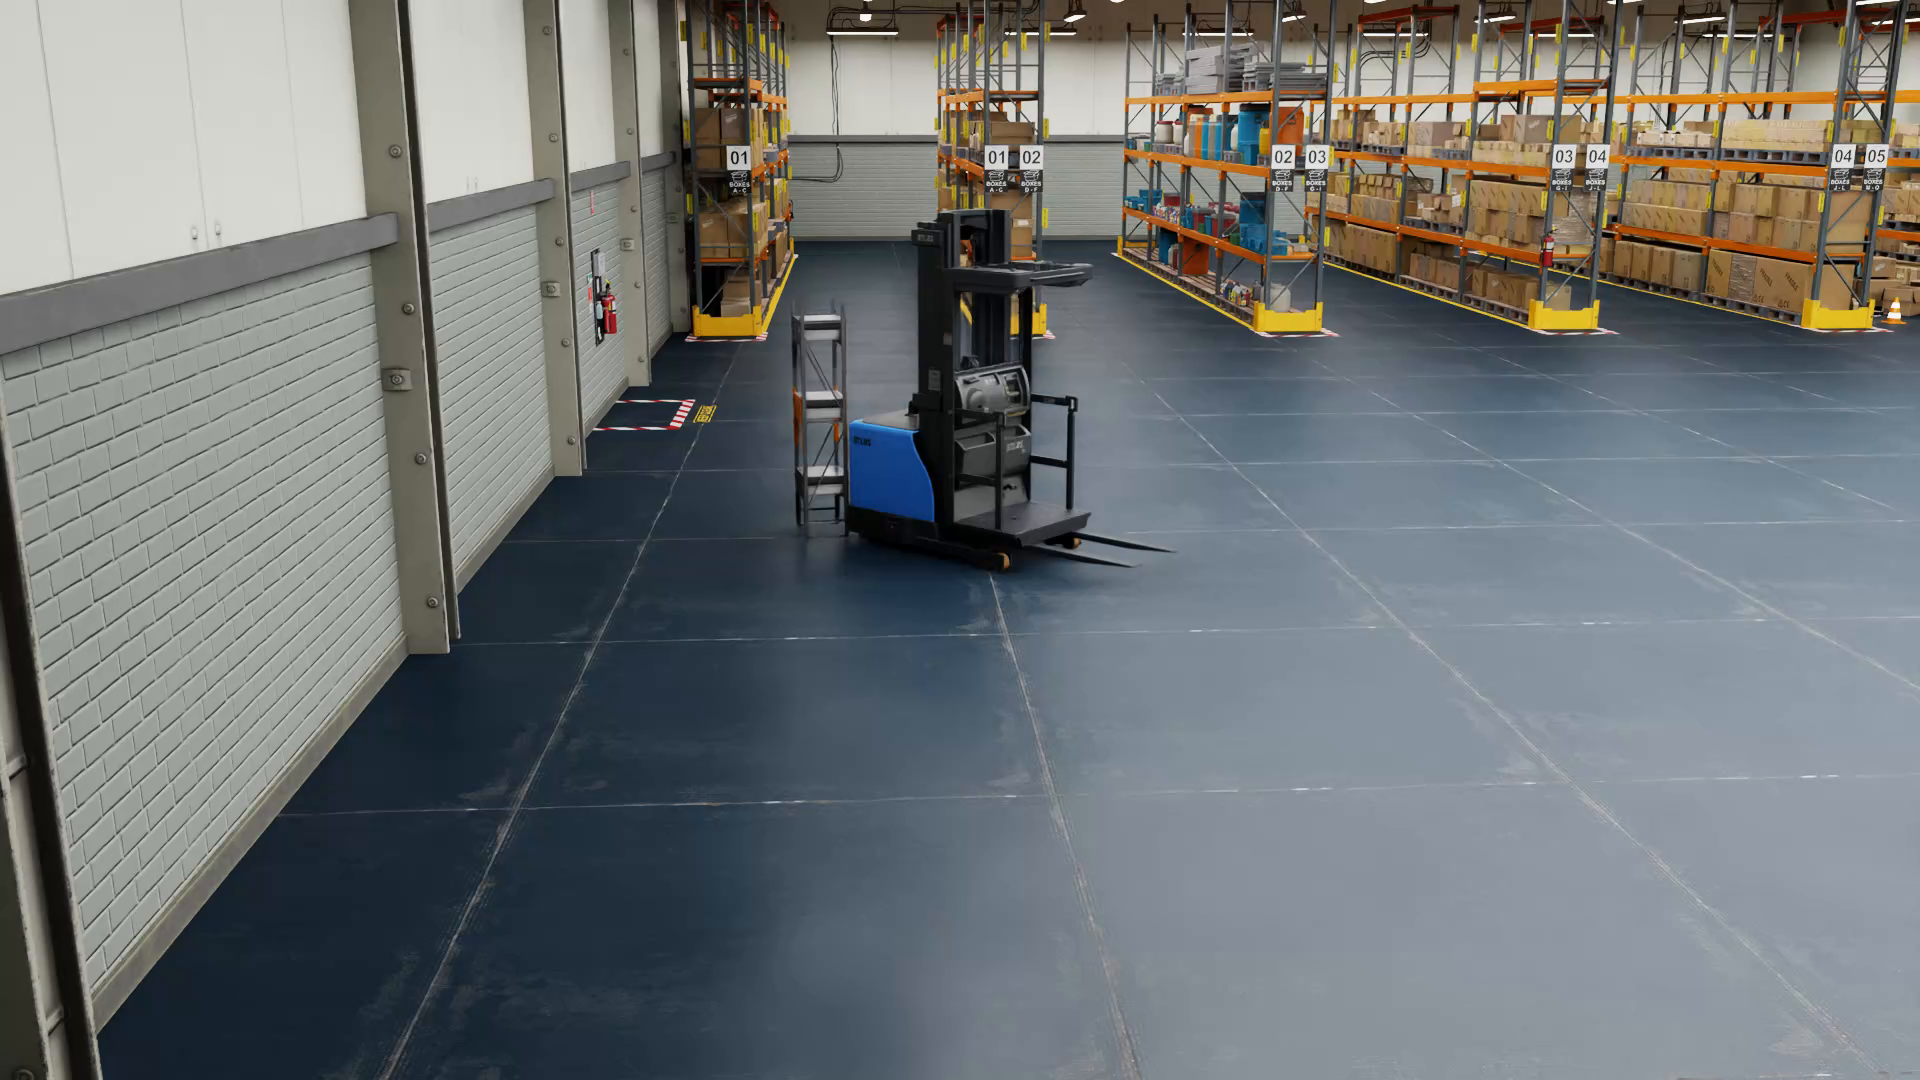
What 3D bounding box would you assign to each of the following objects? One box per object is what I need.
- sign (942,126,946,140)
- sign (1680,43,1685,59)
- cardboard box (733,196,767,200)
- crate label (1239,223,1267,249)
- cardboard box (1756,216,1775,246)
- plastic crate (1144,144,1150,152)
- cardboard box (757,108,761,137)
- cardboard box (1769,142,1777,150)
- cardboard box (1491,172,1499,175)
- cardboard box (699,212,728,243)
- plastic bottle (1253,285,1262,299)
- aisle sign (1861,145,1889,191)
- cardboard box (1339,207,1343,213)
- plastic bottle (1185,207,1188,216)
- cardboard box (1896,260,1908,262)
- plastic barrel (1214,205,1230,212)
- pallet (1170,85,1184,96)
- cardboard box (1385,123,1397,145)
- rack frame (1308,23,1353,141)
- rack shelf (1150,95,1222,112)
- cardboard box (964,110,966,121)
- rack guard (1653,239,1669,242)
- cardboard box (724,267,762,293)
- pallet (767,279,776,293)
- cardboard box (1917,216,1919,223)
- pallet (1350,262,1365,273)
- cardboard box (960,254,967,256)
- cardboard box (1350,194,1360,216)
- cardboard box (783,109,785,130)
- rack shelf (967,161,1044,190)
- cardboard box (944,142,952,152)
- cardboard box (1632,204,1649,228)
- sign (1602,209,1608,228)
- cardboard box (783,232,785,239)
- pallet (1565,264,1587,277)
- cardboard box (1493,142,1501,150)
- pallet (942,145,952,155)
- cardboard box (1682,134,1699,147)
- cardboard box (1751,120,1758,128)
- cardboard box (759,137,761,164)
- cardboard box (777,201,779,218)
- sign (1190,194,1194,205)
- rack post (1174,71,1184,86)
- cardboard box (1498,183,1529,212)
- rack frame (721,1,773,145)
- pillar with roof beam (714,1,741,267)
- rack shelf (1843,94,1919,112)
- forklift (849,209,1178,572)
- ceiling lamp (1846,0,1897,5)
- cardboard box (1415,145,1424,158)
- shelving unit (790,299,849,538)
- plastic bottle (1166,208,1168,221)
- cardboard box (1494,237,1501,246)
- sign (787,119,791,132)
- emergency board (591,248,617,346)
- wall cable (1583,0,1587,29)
[{"bbox_3d":[-0.374,-9.760,39.884,0.100,0.325,0.005,-1,14,-3],"label":"sign"},{"bbox_3d":[15.813,-10.720,36.440,0.100,0.325,0.005,-1,14,-3],"label":"sign"},{"bbox_3d":[-4.428,-7.002,35.135,0.700,0.500,0.500,-2,15,-9],"label":"cardboard box"},{"bbox_3d":[5.471,-5.629,30.815,0.502,0.435,0.616,-1,14,-3],"label":"crate label"},{"bbox_3d":[15.647,-5.860,31.480,0.875,0.550,0.500,-1,14,-3],"label":"cardboard box"},{"bbox_3d":[4.783,-9.594,40.700,0.450,0.188,0.662,-1,14,-3],"label":"plastic crate"},{"bbox_3d":[-3.892,-7.609,30.314,0.500,0.500,0.500,-1,14,-5],"label":"cardboard box"},{"bbox_3d":[15.302,-7.326,30.922,0.380,0.149,0.250,-1,14,-3],"label":"cardboard box"},{"bbox_3d":[14.526,-9.827,44.395,0.500,0.500,0.500,-1,14,-4],"label":"cardboard box"},{"bbox_3d":[-4.275,-5.420,28.828,0.500,0.500,0.500,-1,14,-4],"label":"cardboard box"},{"bbox_3d":[5.800,-4.836,32.384,0.152,0.276,0.135,-1,14,-3],"label":"plastic bottle"},{"bbox_3d":[16.058,-6.533,29.179,0.394,0.787,0.004,-1,14,-3],"label":"aisle sign"},{"bbox_3d":[9.692,-8.233,41.509,0.380,0.149,0.250,-1,14,-2],"label":"cardboard box"},{"bbox_3d":[5.389,-7.765,39.444,0.097,0.271,0.097,0,14,0],"label":"plastic bottle"},{"bbox_3d":[20.272,-5.984,36.697,0.950,0.372,0.625,-1,14,-5],"label":"cardboard box"},{"bbox_3d":[5.636,-6.950,35.794,0.421,0.512,0.421,0,14,0],"label":"plastic barrel"},{"bbox_3d":[5.345,-9.948,36.814,1.213,0.211,1.003,-1,14,-3],"label":"pallet"},{"bbox_3d":[10.051,-9.293,38.062,0.500,0.500,0.500,0,14,0],"label":"cardboard box"},{"bbox_3d":[9.807,-12.120,44.072,1.000,3.000,0.127,-1,14,-3],"label":"rack frame"},{"bbox_3d":[5.235,-10.009,38.114,1.077,0.370,4.000,-1,14,-3],"label":"rack shelf"},{"bbox_3d":[0.362,-9.294,36.900,0.500,0.500,0.500,-1,14,-3],"label":"cardboard box"},{"bbox_3d":[19.696,-8.163,45.749,1.175,0.500,0.348,-1,14,-3],"label":"rack guard"},{"bbox_3d":[-4.344,-5.186,33.296,0.700,0.500,0.500,0,14,-2],"label":"cardboard box"},{"bbox_3d":[-4.482,-5.451,35.787,1.003,0.211,1.213,-1,14,-3],"label":"pallet"},{"bbox_3d":[20.135,-6.654,34.531,0.380,0.149,0.250,-1,14,-5],"label":"cardboard box"},{"bbox_3d":[10.178,-6.678,40.559,1.003,0.211,1.213,-1,14,-3],"label":"pallet"},{"bbox_3d":[0.154,-6.081,36.192,0.500,0.311,0.500,0,14,-2],"label":"cardboard box"},{"bbox_3d":[9.833,-8.150,40.481,0.500,0.500,0.500,-1,14,-3],"label":"cardboard box"},{"bbox_3d":[-4.615,-10.417,41.228,0.500,0.500,0.500,-1,14,-3],"label":"cardboard box"},{"bbox_3d":[0.787,-6.685,30.412,1.077,0.370,4.000,-1,14,-3],"label":"rack shelf"},{"bbox_3d":[-0.129,-9.564,40.461,0.500,0.250,0.500,-1,14,-3],"label":"cardboard box"},{"bbox_3d":[15.052,-7.082,36.333,0.500,0.500,0.500,-1,14,-4],"label":"cardboard box"},{"bbox_3d":[11.339,-5.663,29.279,0.100,0.325,0.005,-1,14,-3],"label":"sign"},{"bbox_3d":[-4.560,-7.573,41.311,0.380,0.149,0.250,0,14,-2],"label":"cardboard box"},{"bbox_3d":[15.140,-6.423,39.566,1.003,0.211,1.213,-1,14,-3],"label":"pallet"},{"bbox_3d":[10.330,-7.457,31.469,0.380,0.149,0.250,-1,14,-4],"label":"cardboard box"},{"bbox_3d":[0.205,-9.008,38.375,1.213,0.211,1.003,-1,14,-3],"label":"pallet"},{"bbox_3d":[15.211,-8.217,34.181,0.500,0.250,0.500,-1,14,-4],"label":"cardboard box"},{"bbox_3d":[15.255,-7.901,31.556,0.380,0.149,0.250,-1,14,-3],"label":"cardboard box"},{"bbox_3d":[-3.913,-7.126,30.444,0.500,0.500,0.500,-1,15,-6],"label":"cardboard box"},{"bbox_3d":[-4.327,-7.453,37.135,0.500,0.500,0.500,0,14,-2],"label":"cardboard box"},{"bbox_3d":[5.660,-8.285,40.652,0.100,0.325,0.005,-1,14,-3],"label":"sign"},{"bbox_3d":[5.273,-10.197,36.749,0.954,0.300,0.937,-1,14,-3],"label":"rack post"},{"bbox_3d":[10.429,-6.418,31.147,0.500,0.500,0.500,-1,14,-3],"label":"cardboard box"},{"bbox_3d":[-4.529,-9.901,35.447,1.000,3.000,0.127,-1,14,-3],"label":"rack frame"},{"bbox_3d":[-1.387,-11.123,40.197,9.100,9.000,0.548,-1,14,-3],"label":"pillar with roof beam"},{"bbox_3d":[20.317,-9.244,35.140,1.077,0.370,4.000,-1,14,-3],"label":"rack shelf"},{"bbox_3d":[0.444,-1.296,14.180,3.031,2.935,1.130,12,19,39],"label":"forklift"},{"bbox_3d":[18.270,-12.048,32.079,0.800,3.185,2.000,-1,14,-3],"label":"ceiling lamp"},{"bbox_3d":[10.109,-8.356,35.766,0.500,0.250,0.500,-1,14,-2],"label":"cardboard box"},{"bbox_3d":[-1.271,-1.107,15.110,0.431,2.100,0.503,-4,15,-14],"label":"shelving unit"},{"bbox_3d":[4.817,-7.549,38.582,0.061,0.283,0.133,-1,14,-3],"label":"plastic bottle"},{"bbox_3d":[10.369,-5.677,31.576,0.380,0.149,0.250,-1,14,-3],"label":"cardboard box"},{"bbox_3d":[-4.482,-10.833,43.473,0.100,0.325,0.005,-1,14,-3],"label":"sign"},{"bbox_3d":[-4.453,-3.059,20.896,0.194,1.169,0.643,-1,14,-3],"label":"emergency board"},{"bbox_3d":[17.519,-16.564,49.305,2.355,3.000,0.029,-1,14,-3],"label":"wall cable"}]
